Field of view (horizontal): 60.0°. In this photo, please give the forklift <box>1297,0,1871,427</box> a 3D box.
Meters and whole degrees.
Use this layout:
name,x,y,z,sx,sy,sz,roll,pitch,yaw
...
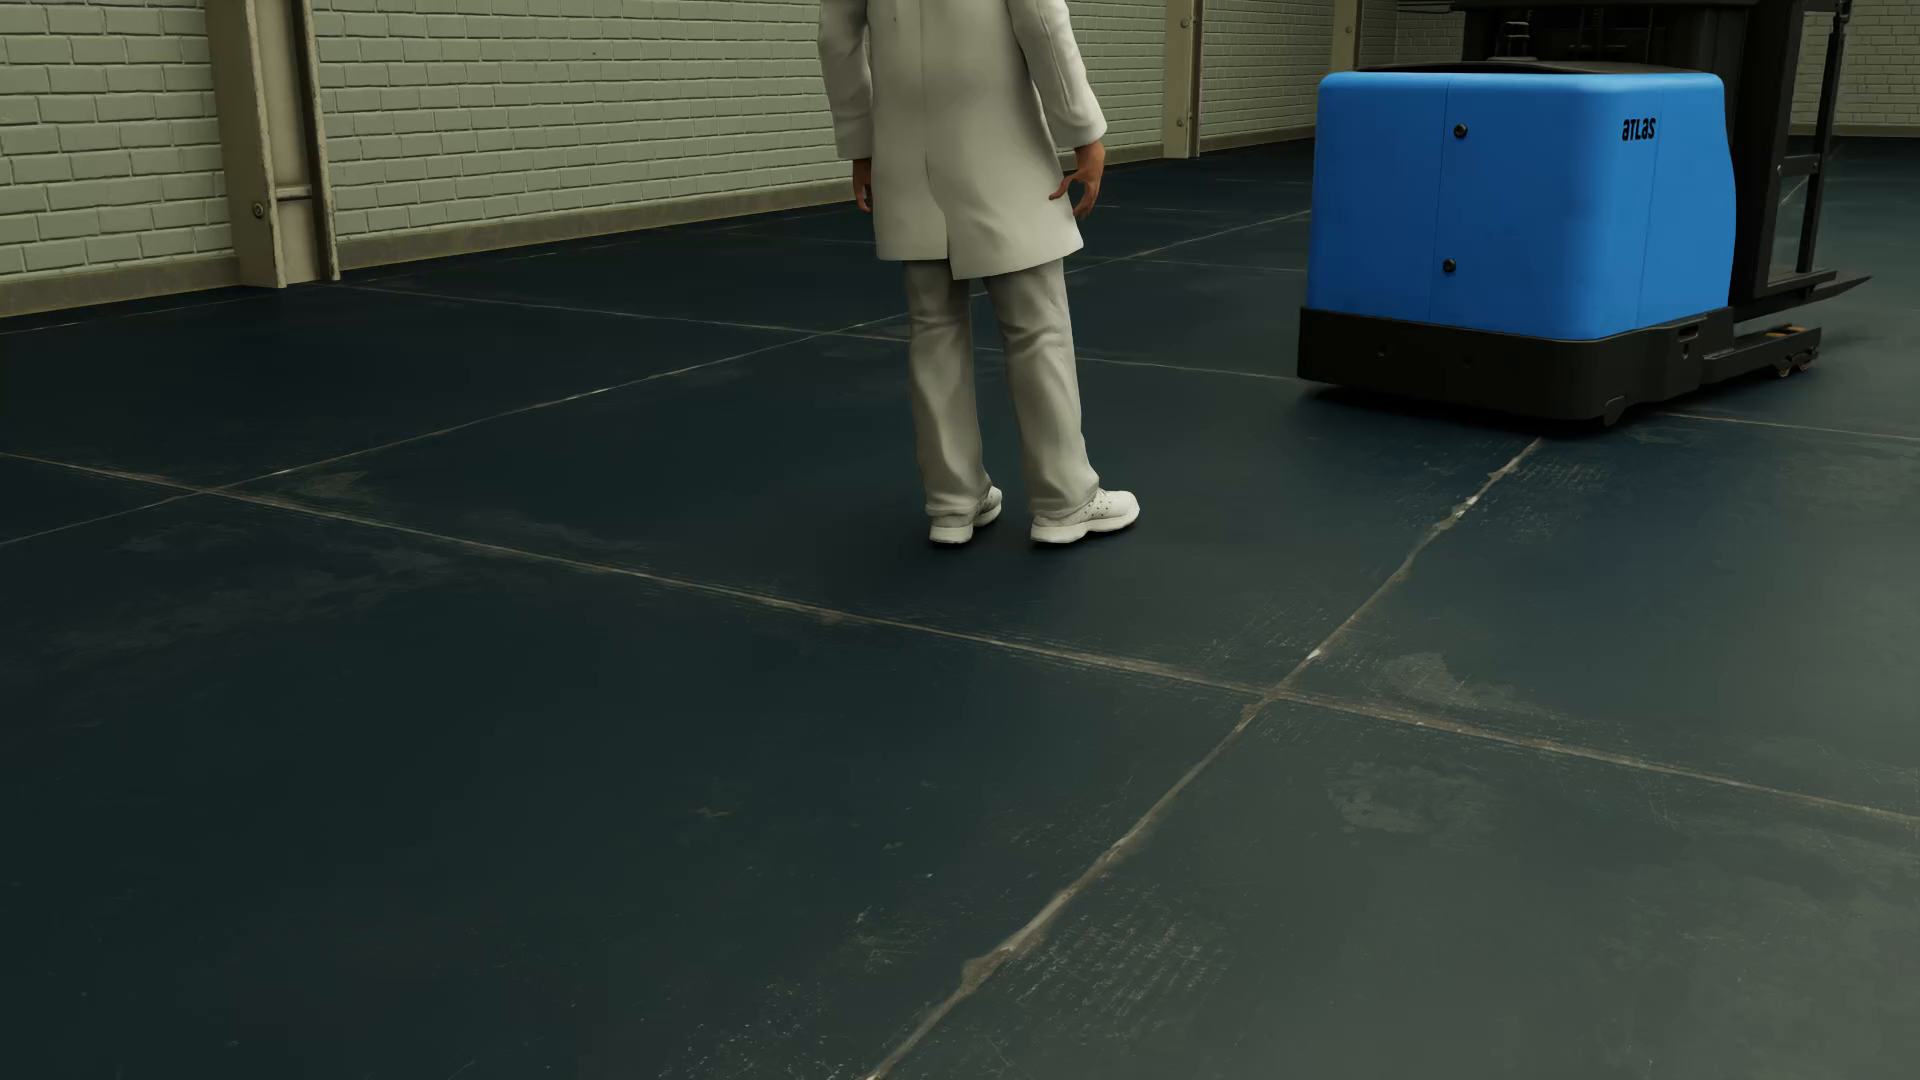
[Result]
name,x,y,z,sx,sy,sz,roll,pitch,yaw
forklift,2.559,-2.089,5.945,3.031,2.935,1.130,-15,22,-42

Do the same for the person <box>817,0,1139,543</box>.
name,x,y,z,sx,sy,sz,roll,pitch,yaw
person,0.049,-0.881,3.861,0.696,1.776,0.581,9,19,28
